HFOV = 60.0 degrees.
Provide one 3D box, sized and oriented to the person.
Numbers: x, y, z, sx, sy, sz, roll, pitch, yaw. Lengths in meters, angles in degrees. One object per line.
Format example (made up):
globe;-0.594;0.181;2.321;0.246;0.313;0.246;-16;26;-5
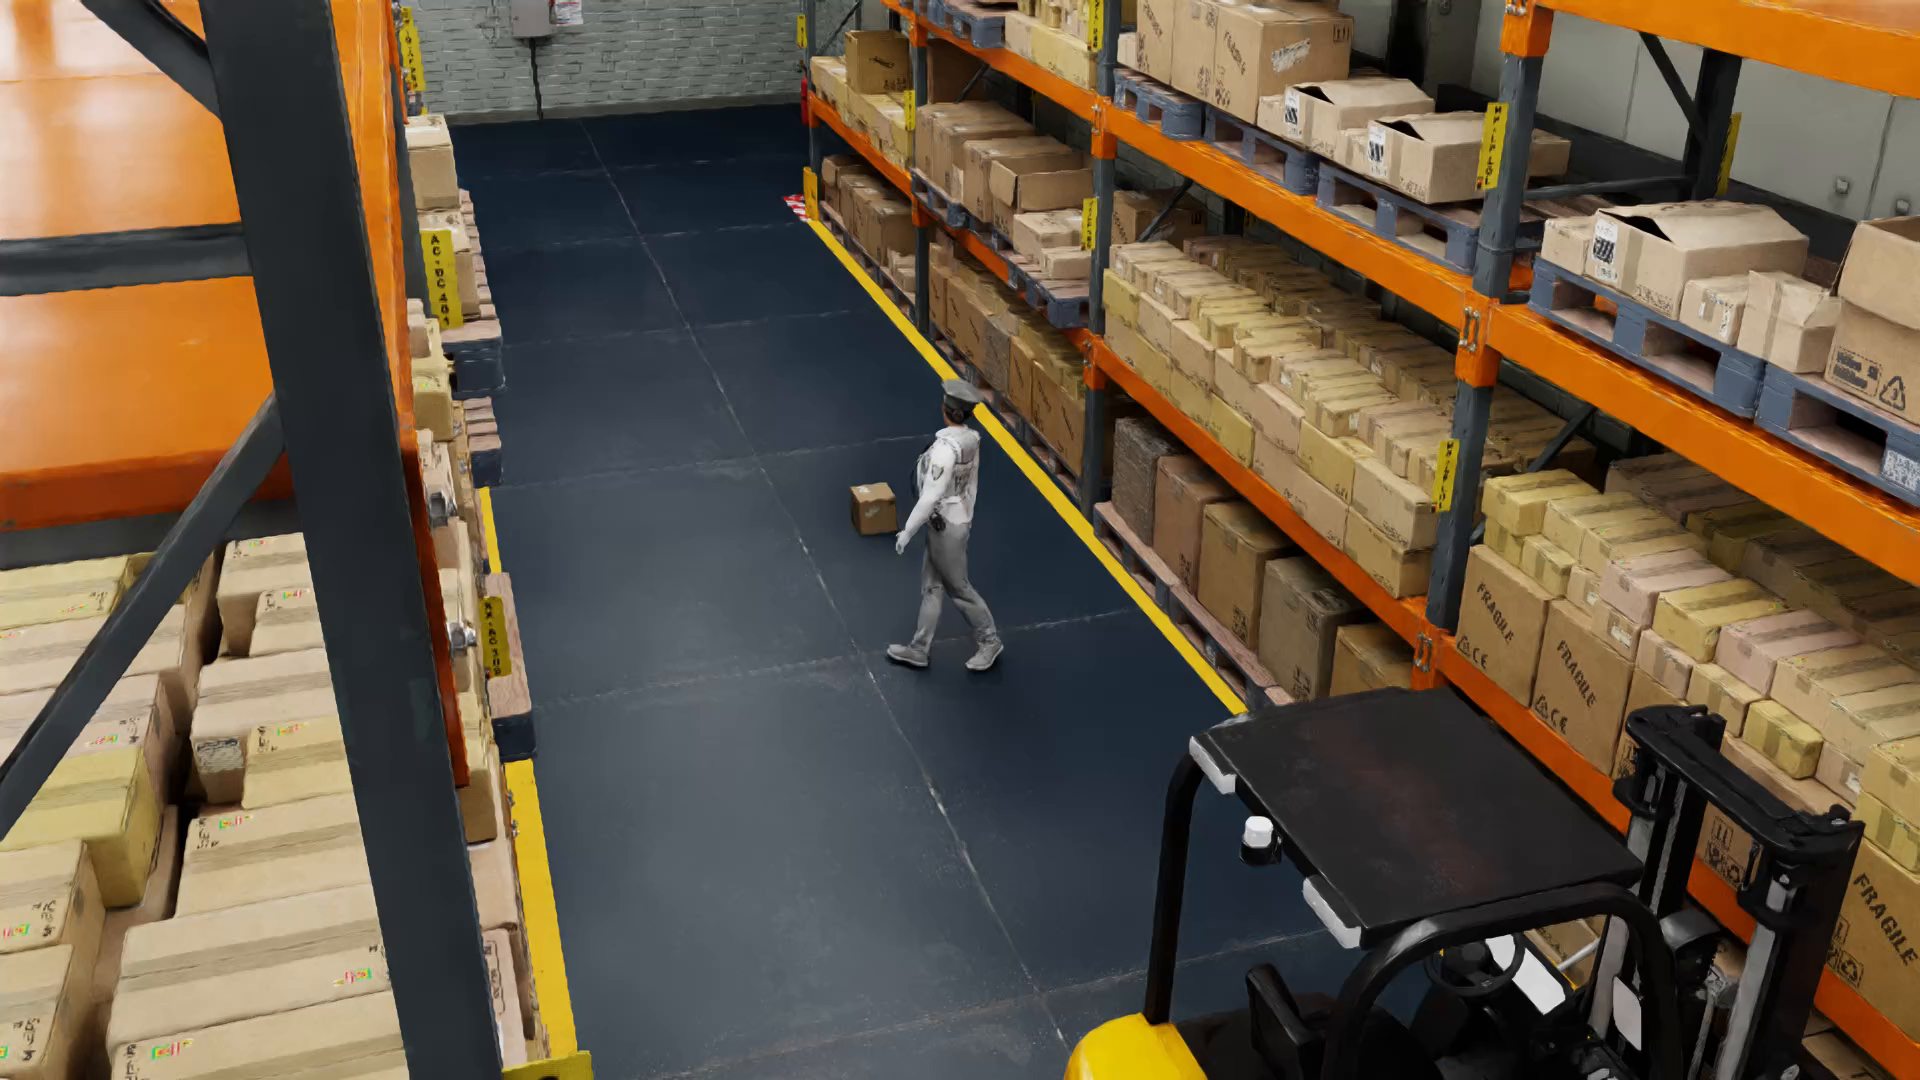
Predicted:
person;-0.079;-0.075;9.285;0.672;1.639;0.516;3;27;7
